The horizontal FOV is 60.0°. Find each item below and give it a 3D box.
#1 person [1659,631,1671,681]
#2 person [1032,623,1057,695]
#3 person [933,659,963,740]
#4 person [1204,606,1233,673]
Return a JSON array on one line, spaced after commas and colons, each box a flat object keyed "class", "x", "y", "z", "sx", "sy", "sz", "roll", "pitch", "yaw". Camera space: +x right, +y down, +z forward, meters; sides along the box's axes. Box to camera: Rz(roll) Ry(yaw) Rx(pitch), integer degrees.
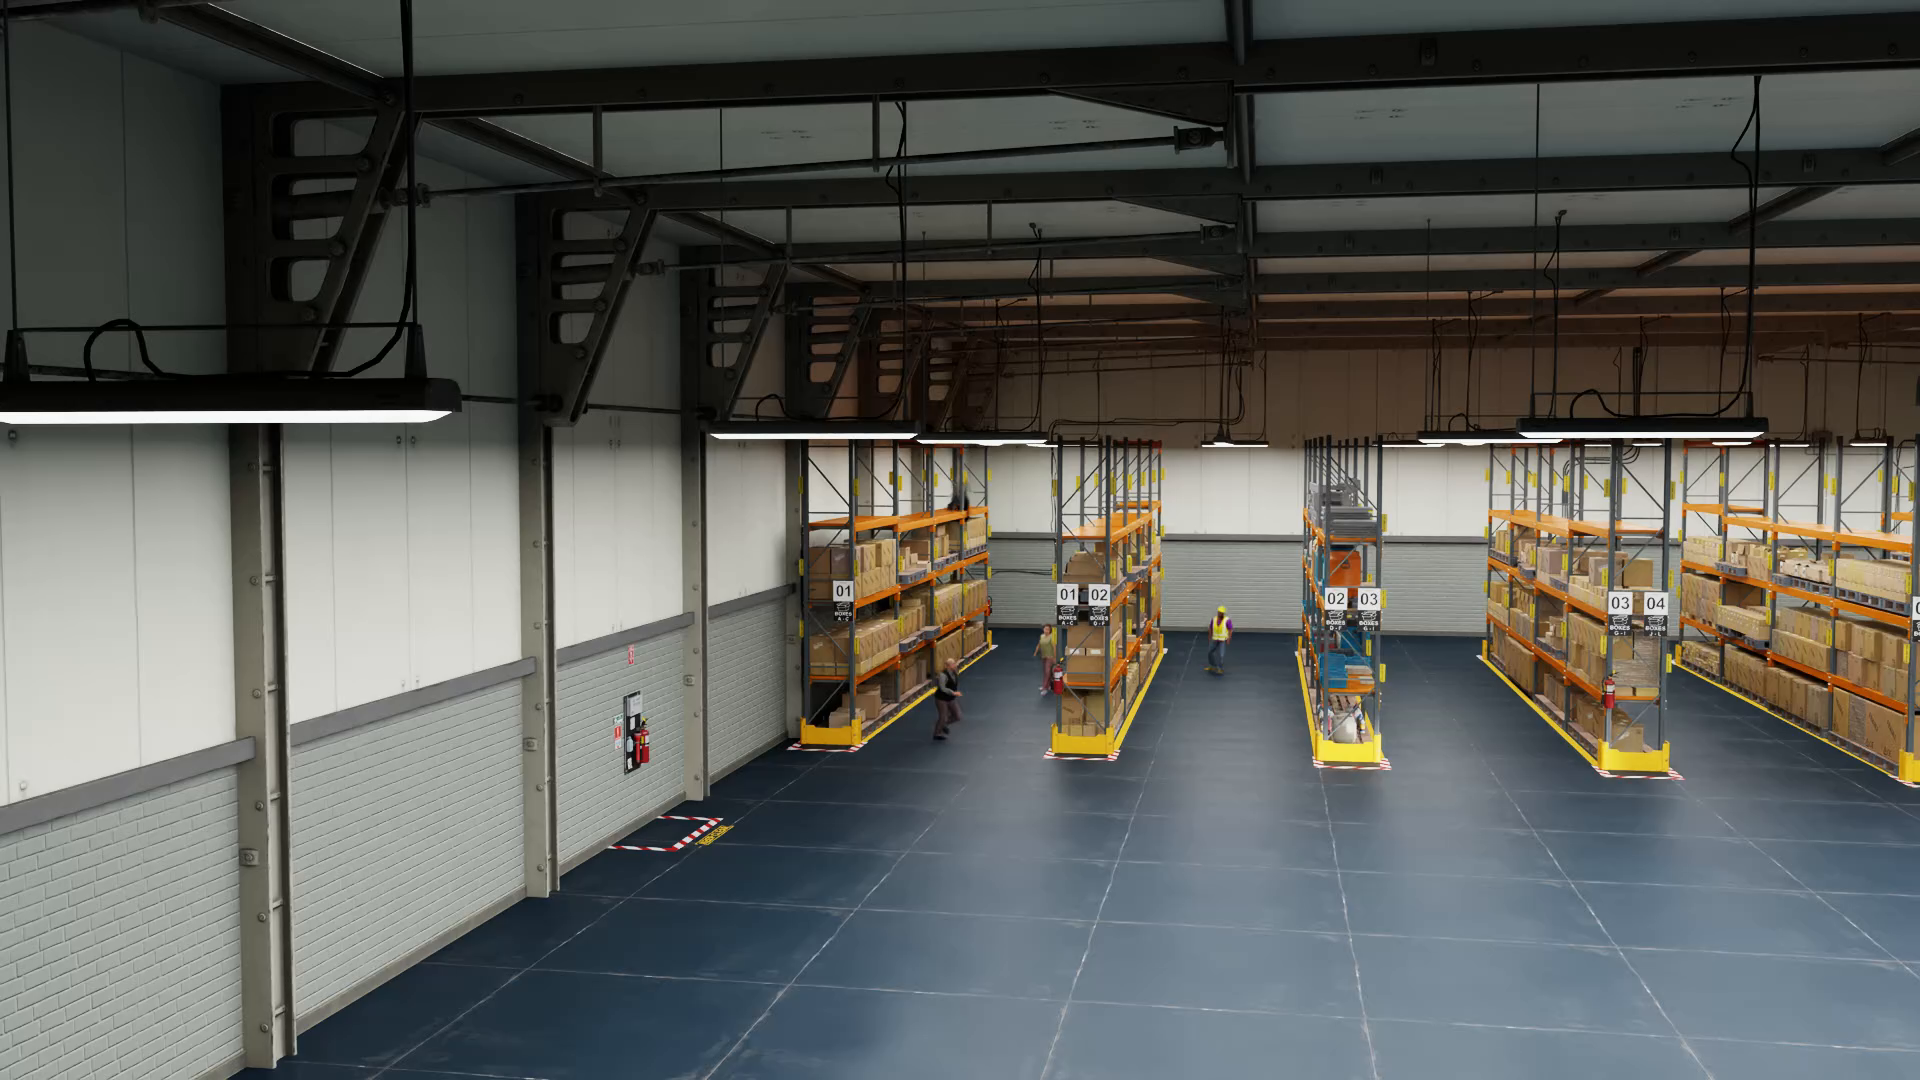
[{"class": "person", "x": 17.223, "y": 2.657, "z": 41.290, "sx": 0.803, "sy": 1.648, "sz": 0.659, "roll": 1, "pitch": 3, "yaw": 24}, {"class": "person", "x": 2.014, "y": 2.795, "z": 39.184, "sx": 0.616, "sy": 1.642, "sz": 0.761, "roll": 3, "pitch": 4, "yaw": 44}, {"class": "person", "x": -0.208, "y": 3.139, "z": 32.697, "sx": 0.788, "sy": 1.635, "sz": 0.674, "roll": 2, "pitch": 4, "yaw": 39}, {"class": "person", "x": 6.585, "y": 2.555, "z": 42.498, "sx": 0.790, "sy": 1.729, "sz": 0.569, "roll": 2, "pitch": 3, "yaw": 27}]
